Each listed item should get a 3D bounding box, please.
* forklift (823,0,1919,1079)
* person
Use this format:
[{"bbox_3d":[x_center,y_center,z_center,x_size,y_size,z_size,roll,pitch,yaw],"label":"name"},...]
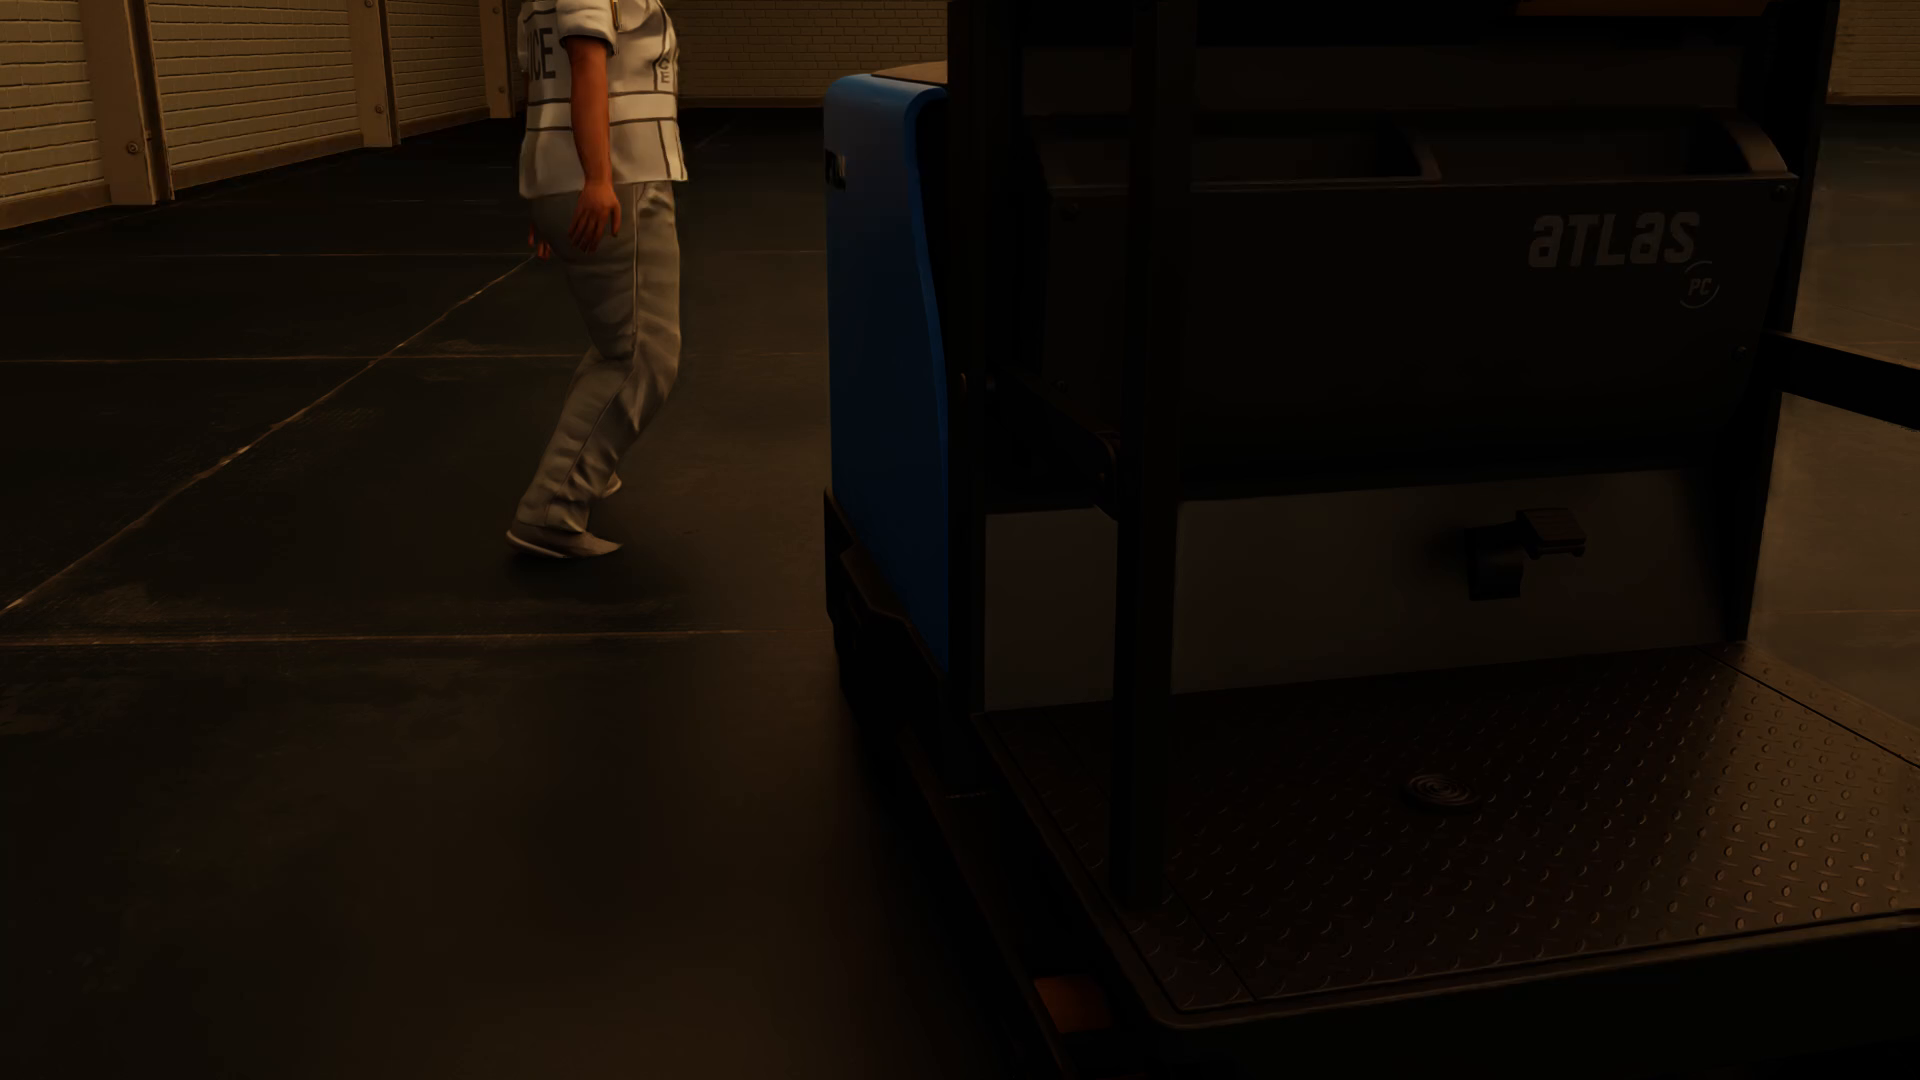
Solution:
[{"bbox_3d":[0.583,-0.827,1.612,1.130,2.935,3.031,-4,17,-13],"label":"forklift"},{"bbox_3d":[-0.852,-0.765,3.783,0.506,1.645,0.840,-7,18,-20],"label":"person"}]
